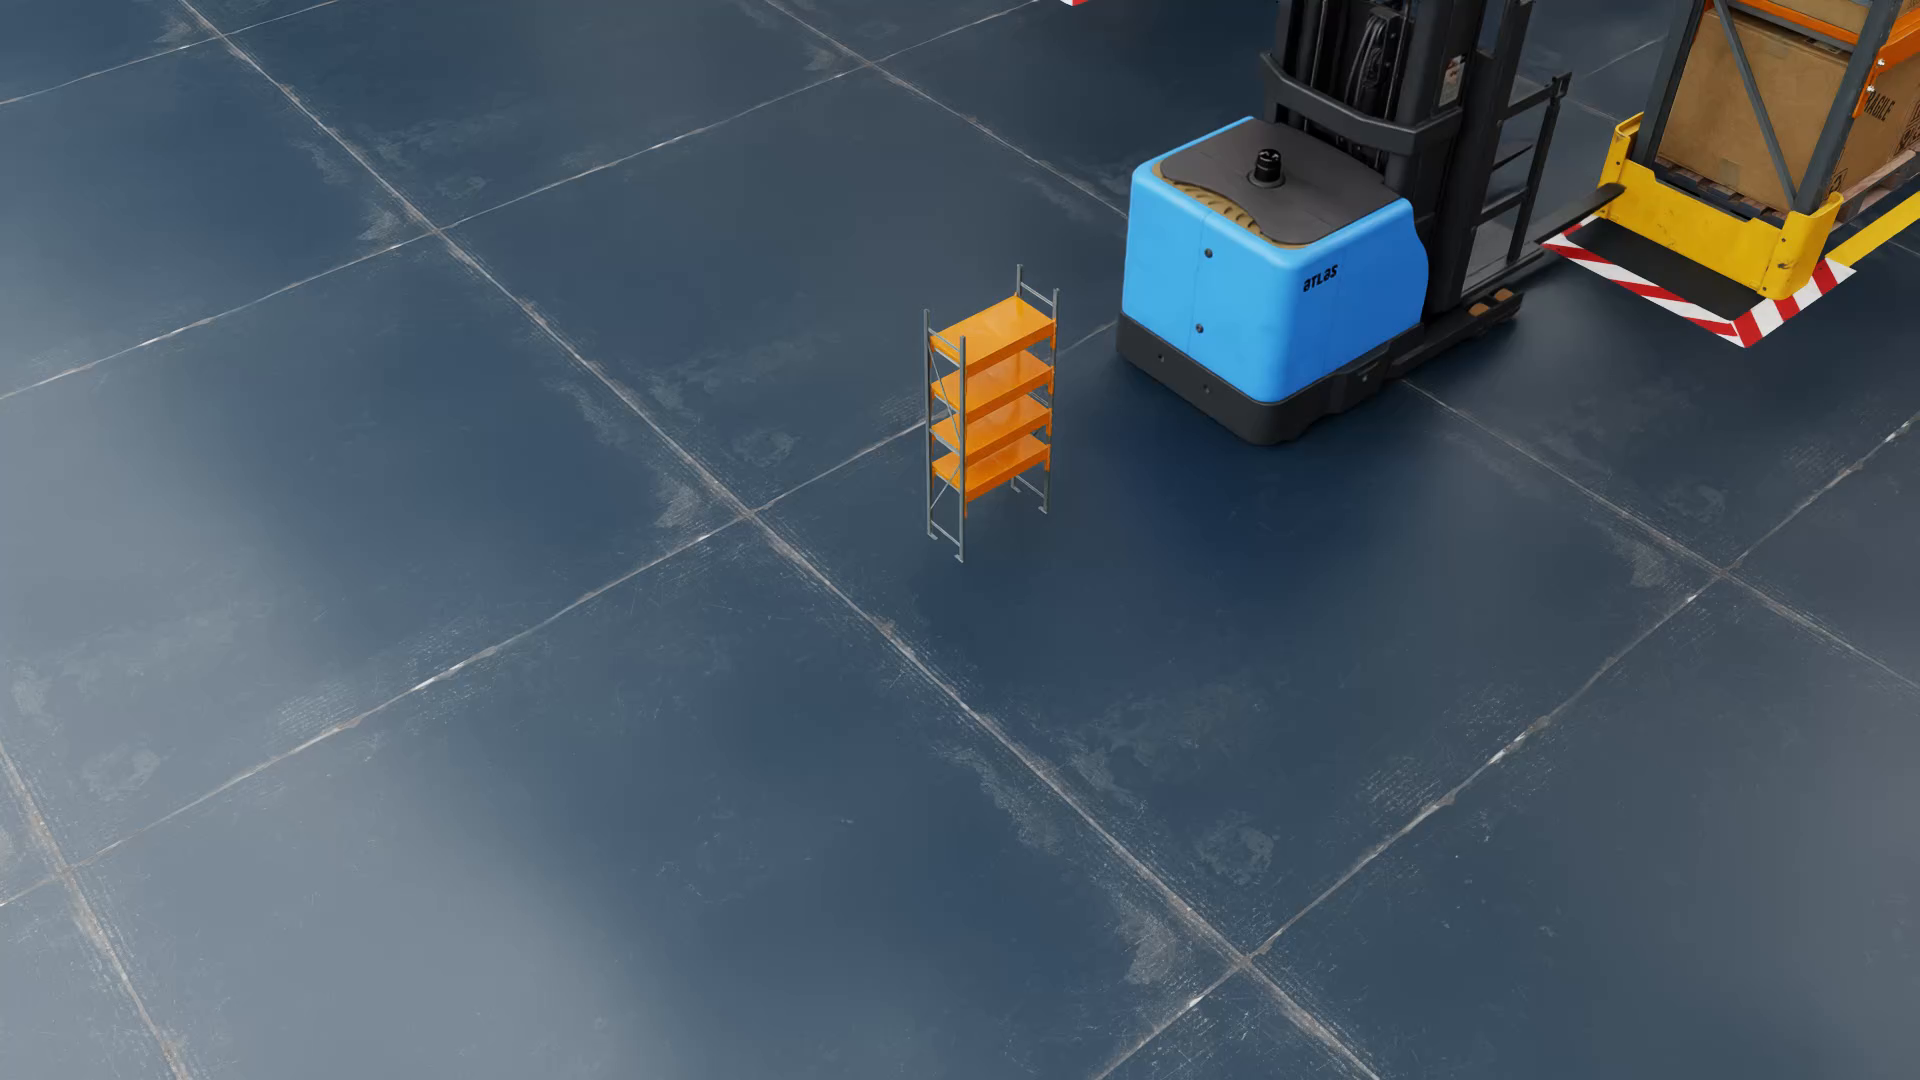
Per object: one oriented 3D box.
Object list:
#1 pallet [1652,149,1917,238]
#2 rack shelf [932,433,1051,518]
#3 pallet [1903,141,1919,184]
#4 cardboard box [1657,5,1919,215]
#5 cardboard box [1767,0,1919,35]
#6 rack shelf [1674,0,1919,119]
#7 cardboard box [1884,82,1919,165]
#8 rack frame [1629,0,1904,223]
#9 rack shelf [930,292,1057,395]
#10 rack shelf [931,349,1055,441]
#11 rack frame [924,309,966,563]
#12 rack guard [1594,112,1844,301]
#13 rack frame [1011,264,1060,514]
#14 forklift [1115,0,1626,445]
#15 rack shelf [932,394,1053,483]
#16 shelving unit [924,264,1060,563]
[{"bbox_3d":[4.577,-2.086,9.371,1.213,0.211,1.003,-30,51,-28],"label":"pallet"},{"bbox_3d":[0.127,-0.316,7.152,0.480,0.148,0.258,-30,51,-28],"label":"rack shelf"},{"bbox_3d":[5.513,-2.619,9.938,1.213,0.211,1.003,-30,51,-28],"label":"pallet"},{"bbox_3d":[4.492,-2.421,8.936,0.875,0.875,0.875,-29,51,-28],"label":"cardboard box"},{"bbox_3d":[4.270,-2.952,8.146,0.550,0.550,0.875,-30,51,-28],"label":"cardboard box"},{"bbox_3d":[5.548,-3.326,9.180,4.000,0.370,1.077,-30,51,-28],"label":"rack shelf"},{"bbox_3d":[5.166,-2.809,9.349,0.875,0.875,0.875,-31,51,-28],"label":"cardboard box"},{"bbox_3d":[4.014,-2.710,7.998,0.127,3.000,1.000,-30,51,-28],"label":"rack frame"},{"bbox_3d":[0.127,-0.796,6.701,0.480,0.148,0.258,-30,51,-28],"label":"rack shelf"},{"bbox_3d":[0.127,-0.624,6.863,0.480,0.148,0.258,-30,51,-28],"label":"rack shelf"},{"bbox_3d":[-0.060,-0.403,6.856,0.015,1.200,0.240,-30,51,-28],"label":"rack frame"},{"bbox_3d":[3.996,-1.789,8.843,0.348,0.500,1.175,-30,51,-28],"label":"rack guard"},{"bbox_3d":[0.314,-0.617,7.084,0.015,1.200,0.240,-30,51,-28],"label":"rack frame"},{"bbox_3d":[2.231,-2.351,7.666,3.031,2.935,1.130,-29,50,-27],"label":"forklift"},{"bbox_3d":[0.127,-0.461,7.016,0.480,0.148,0.258,-30,51,-28],"label":"rack shelf"},{"bbox_3d":[0.127,-0.510,6.970,0.503,1.200,0.258,-30,51,-28],"label":"shelving unit"}]
